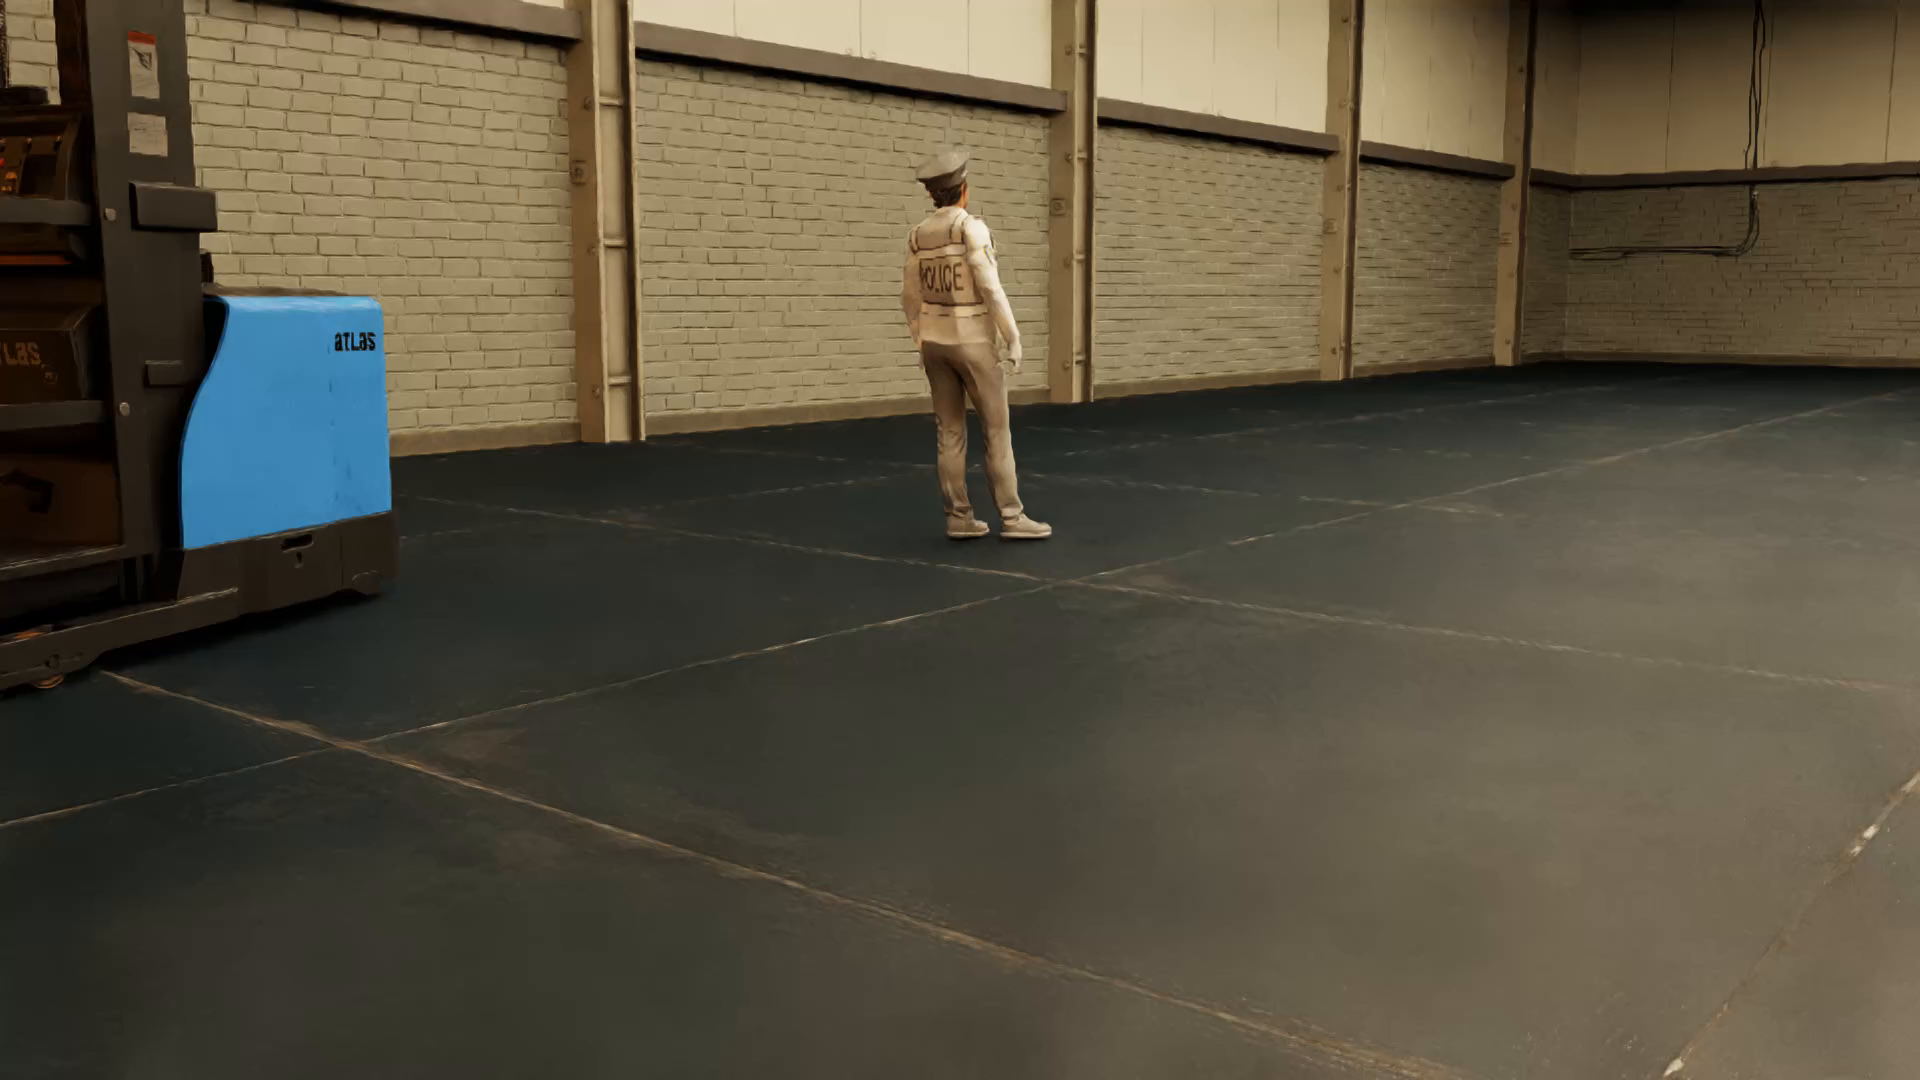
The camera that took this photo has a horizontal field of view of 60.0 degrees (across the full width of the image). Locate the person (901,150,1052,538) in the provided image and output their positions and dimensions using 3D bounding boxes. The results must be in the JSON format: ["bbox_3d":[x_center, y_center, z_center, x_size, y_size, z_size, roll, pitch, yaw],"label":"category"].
[{"bbox_3d":[0.048,-0.853,7.329,0.586,1.695,0.533,7,11,38],"label":"person"}]

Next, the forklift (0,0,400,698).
[{"bbox_3d":[-2.992,-1.076,4.635,1.130,2.935,3.031,3,9,19],"label":"forklift"}]
